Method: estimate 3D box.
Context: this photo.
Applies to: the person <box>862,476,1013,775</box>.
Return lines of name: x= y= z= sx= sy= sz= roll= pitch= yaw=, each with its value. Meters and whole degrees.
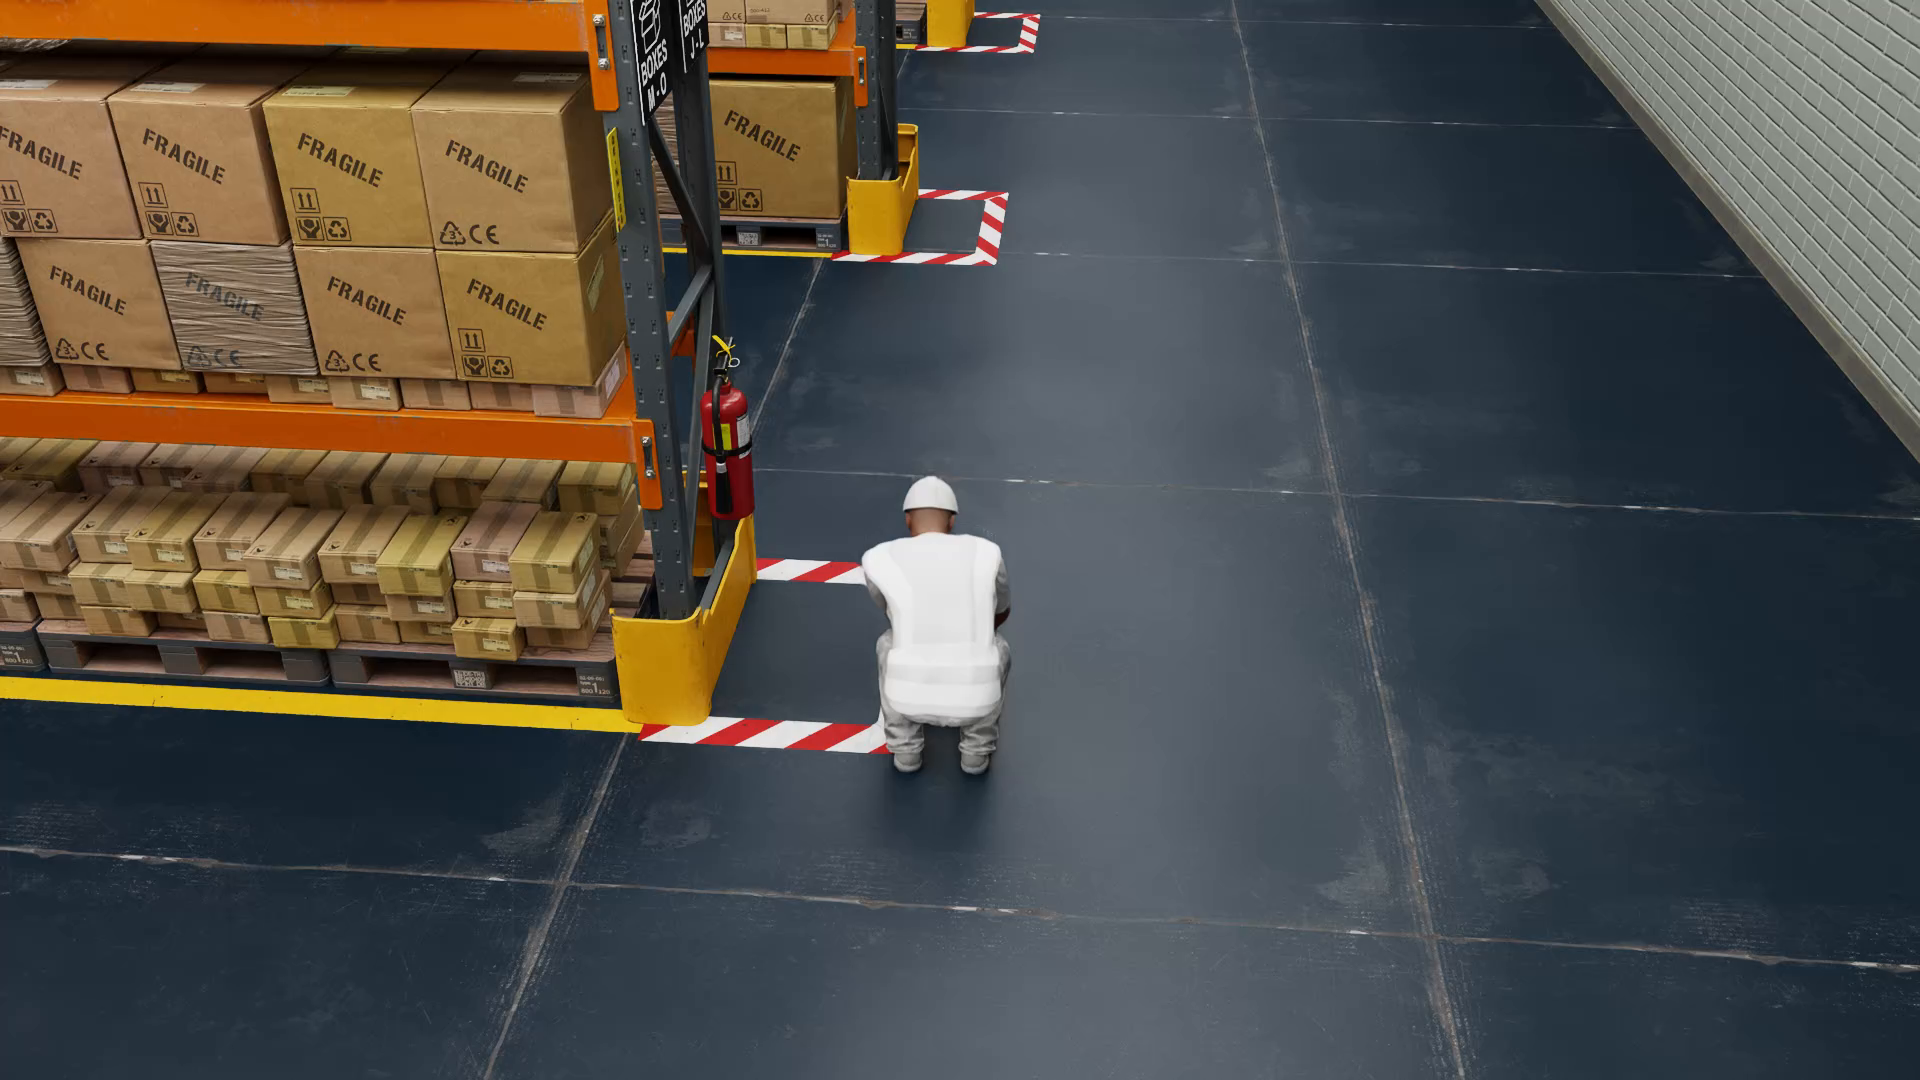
person: x=-0.082 y=0.326 z=6.352 sx=0.569 sy=0.990 sz=0.912 roll=1 pitch=32 yaw=2
